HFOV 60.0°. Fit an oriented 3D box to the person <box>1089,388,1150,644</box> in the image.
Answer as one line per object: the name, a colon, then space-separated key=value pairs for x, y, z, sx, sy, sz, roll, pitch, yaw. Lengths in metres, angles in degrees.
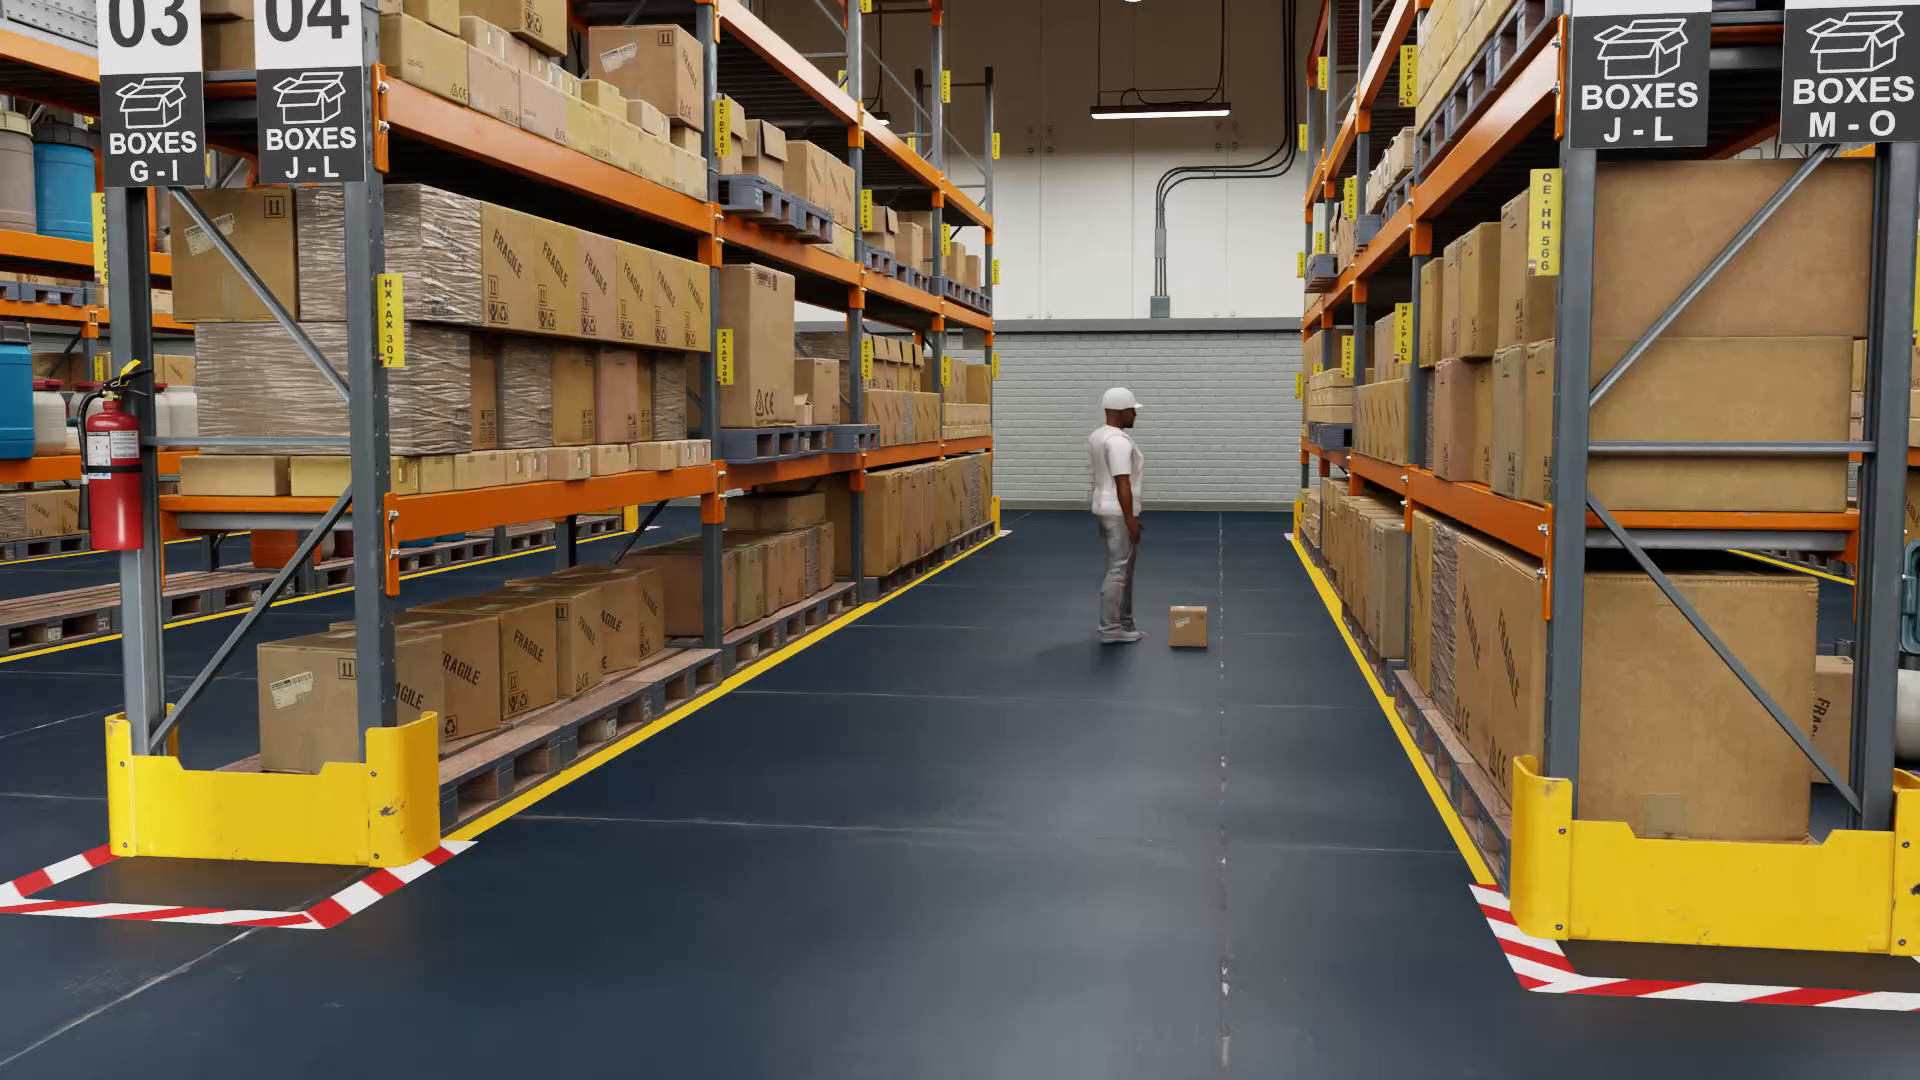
person: x=1.172 y=-0.158 z=11.597 sx=0.508 sy=1.798 sz=0.607 roll=-1 pitch=5 yaw=-11
